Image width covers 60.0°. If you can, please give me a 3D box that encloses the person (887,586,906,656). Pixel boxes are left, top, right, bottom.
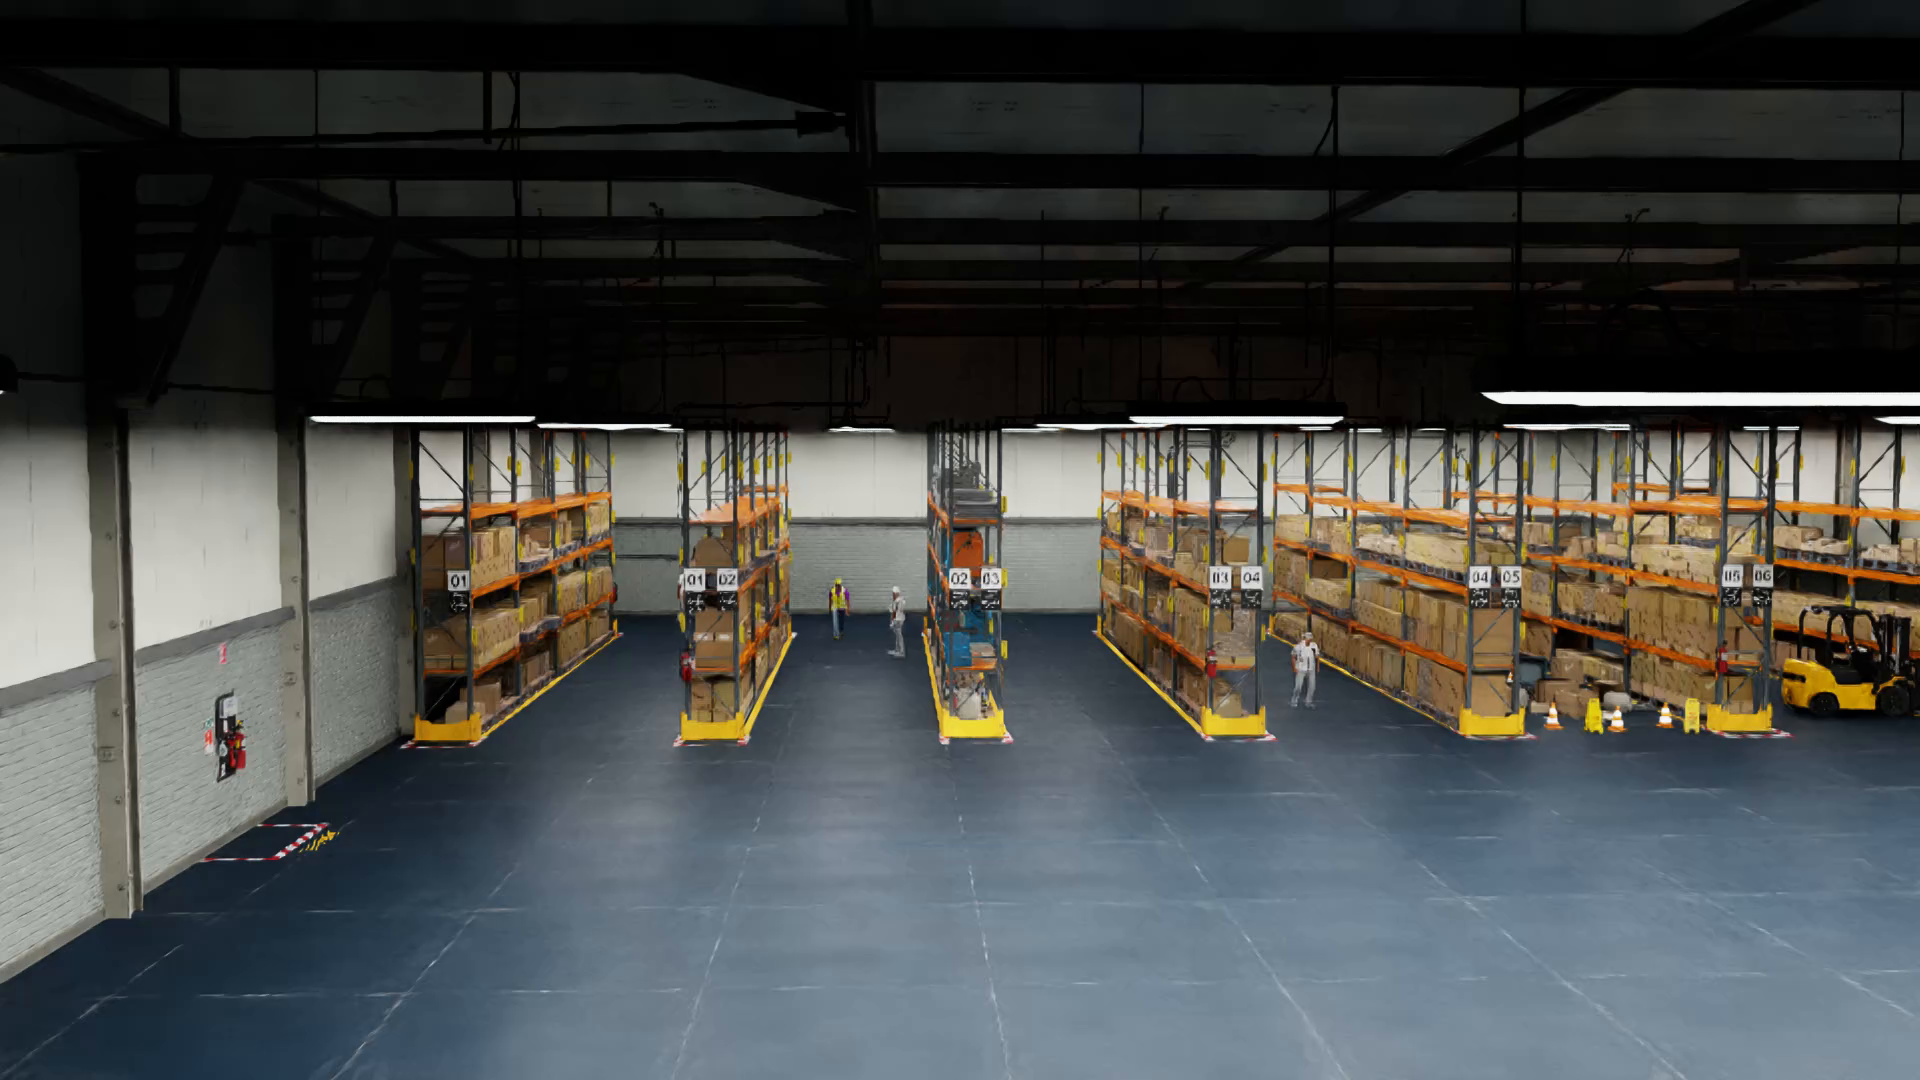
[{"bbox_3d":[-1.639,2.079,42.756,0.551,1.784,0.638,1,4,15],"label":"person"}]

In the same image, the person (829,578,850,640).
[{"bbox_3d":[-3.361,1.903,46.333,0.585,1.714,1.042,0,4,-3],"label":"person"}]

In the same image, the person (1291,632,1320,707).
[{"bbox_3d":[7.226,2.700,34.758,0.625,1.611,0.582,0,4,-4],"label":"person"}]

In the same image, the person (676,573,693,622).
[{"bbox_3d":[-8.341,1.613,50.609,0.608,1.754,0.577,-3,5,-38],"label":"person"}]
